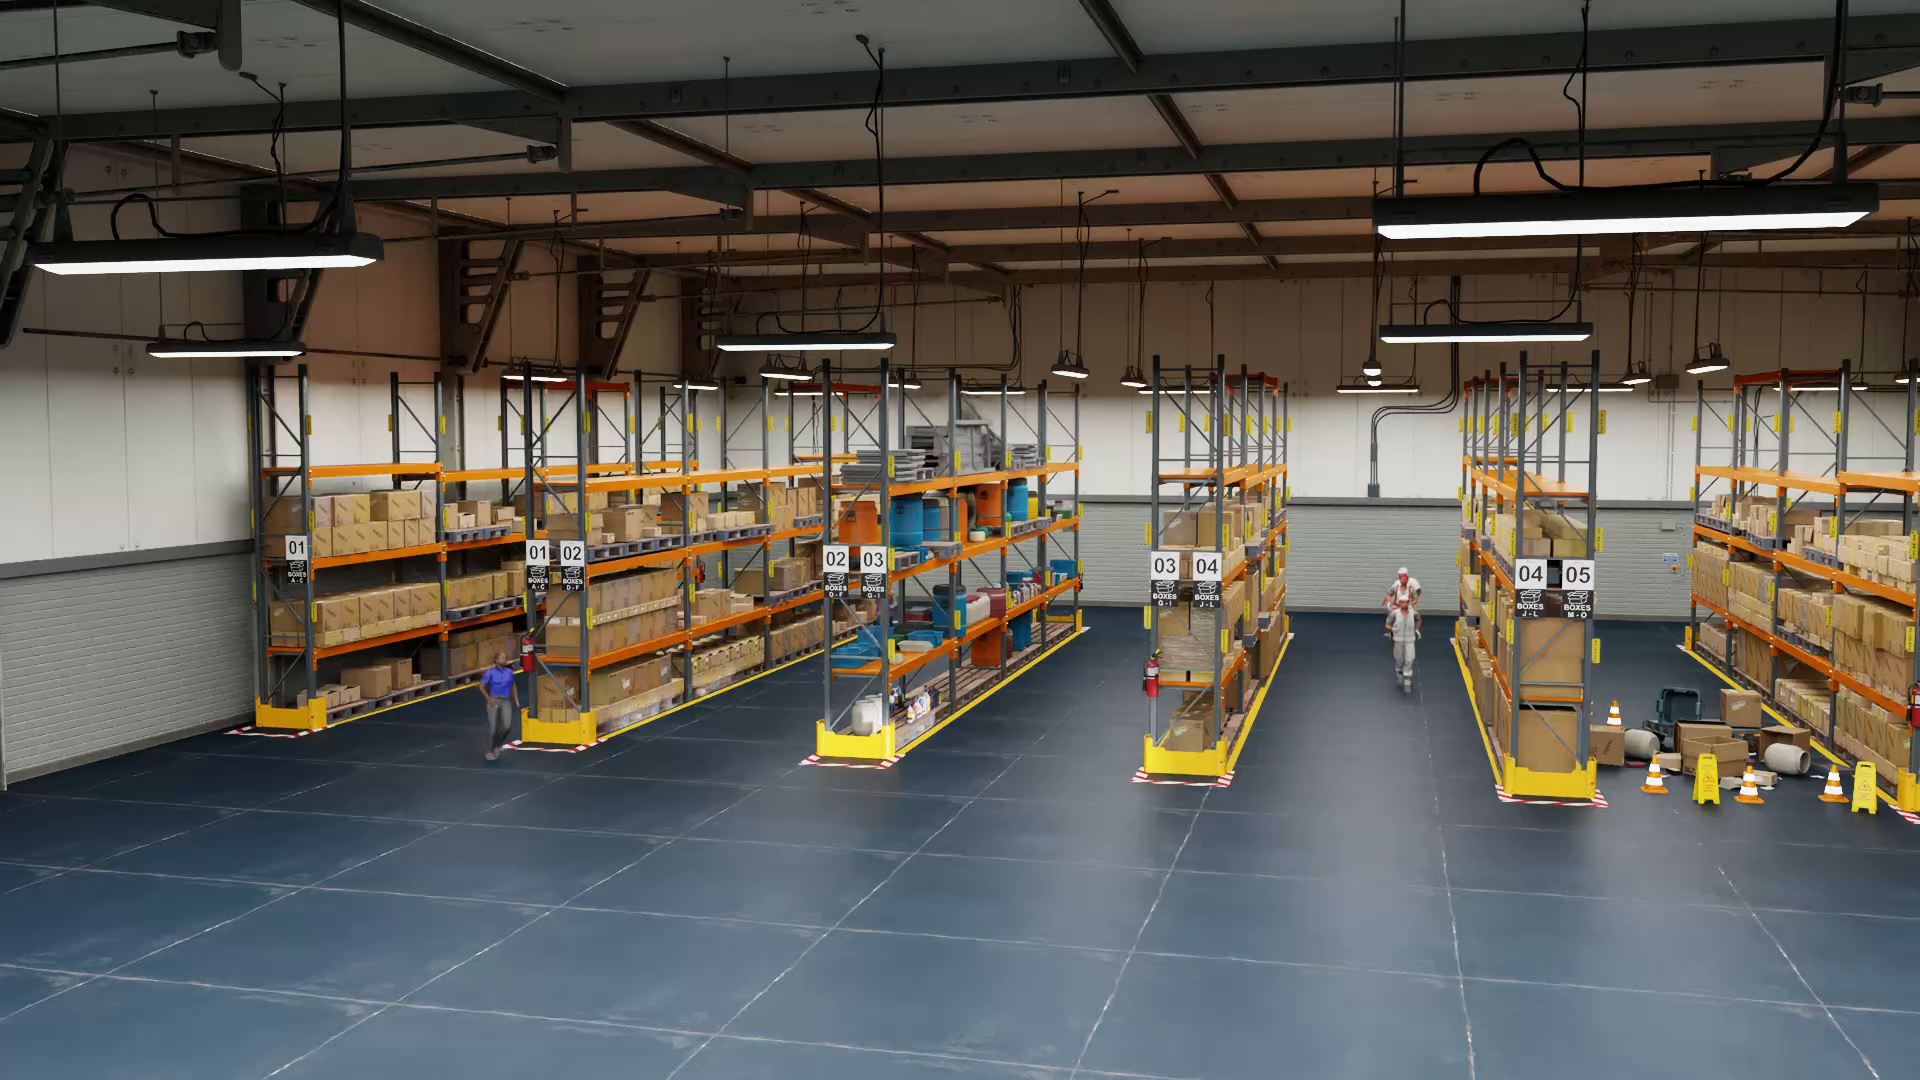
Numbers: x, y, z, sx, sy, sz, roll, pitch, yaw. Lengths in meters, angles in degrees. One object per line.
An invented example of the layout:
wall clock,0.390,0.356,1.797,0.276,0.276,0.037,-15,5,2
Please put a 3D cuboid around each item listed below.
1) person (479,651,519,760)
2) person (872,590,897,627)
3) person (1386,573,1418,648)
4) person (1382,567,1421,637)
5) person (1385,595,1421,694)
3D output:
person,-6.886,2.483,24.940,0.616,1.607,0.530,-3,5,-35
person,-1.599,1.586,35.081,0.542,1.528,0.657,0,4,5
person,9.762,1.599,36.742,0.690,1.735,0.534,1,4,15
person,10.205,1.487,38.643,0.941,1.712,0.715,4,5,43
person,8.336,1.925,31.277,0.655,1.792,0.991,1,4,13
